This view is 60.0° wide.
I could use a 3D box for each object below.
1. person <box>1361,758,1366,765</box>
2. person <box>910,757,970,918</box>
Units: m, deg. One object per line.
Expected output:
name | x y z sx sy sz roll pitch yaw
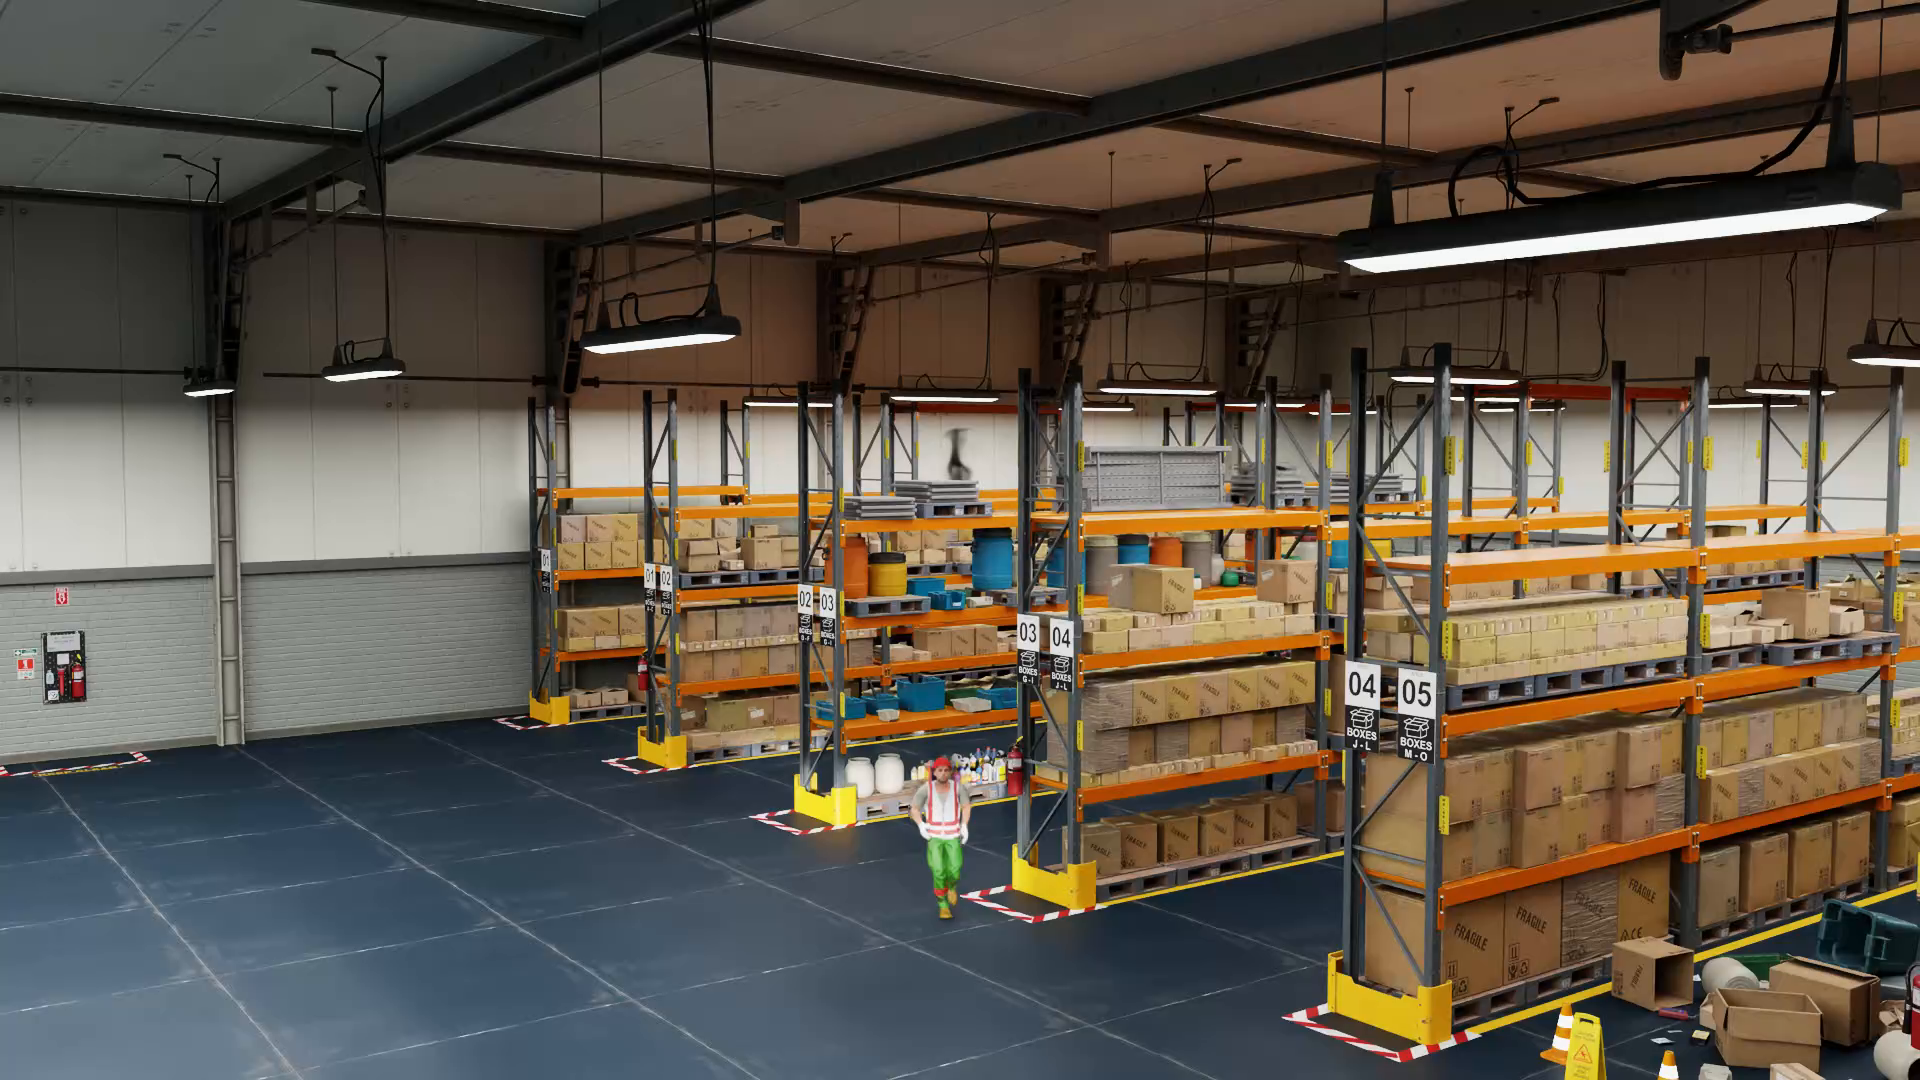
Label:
person | 6.460 2.836 26.625 0.635 1.552 0.578 -3 4 -41
person | -0.208 3.220 18.103 0.663 1.745 0.597 0 3 -4
